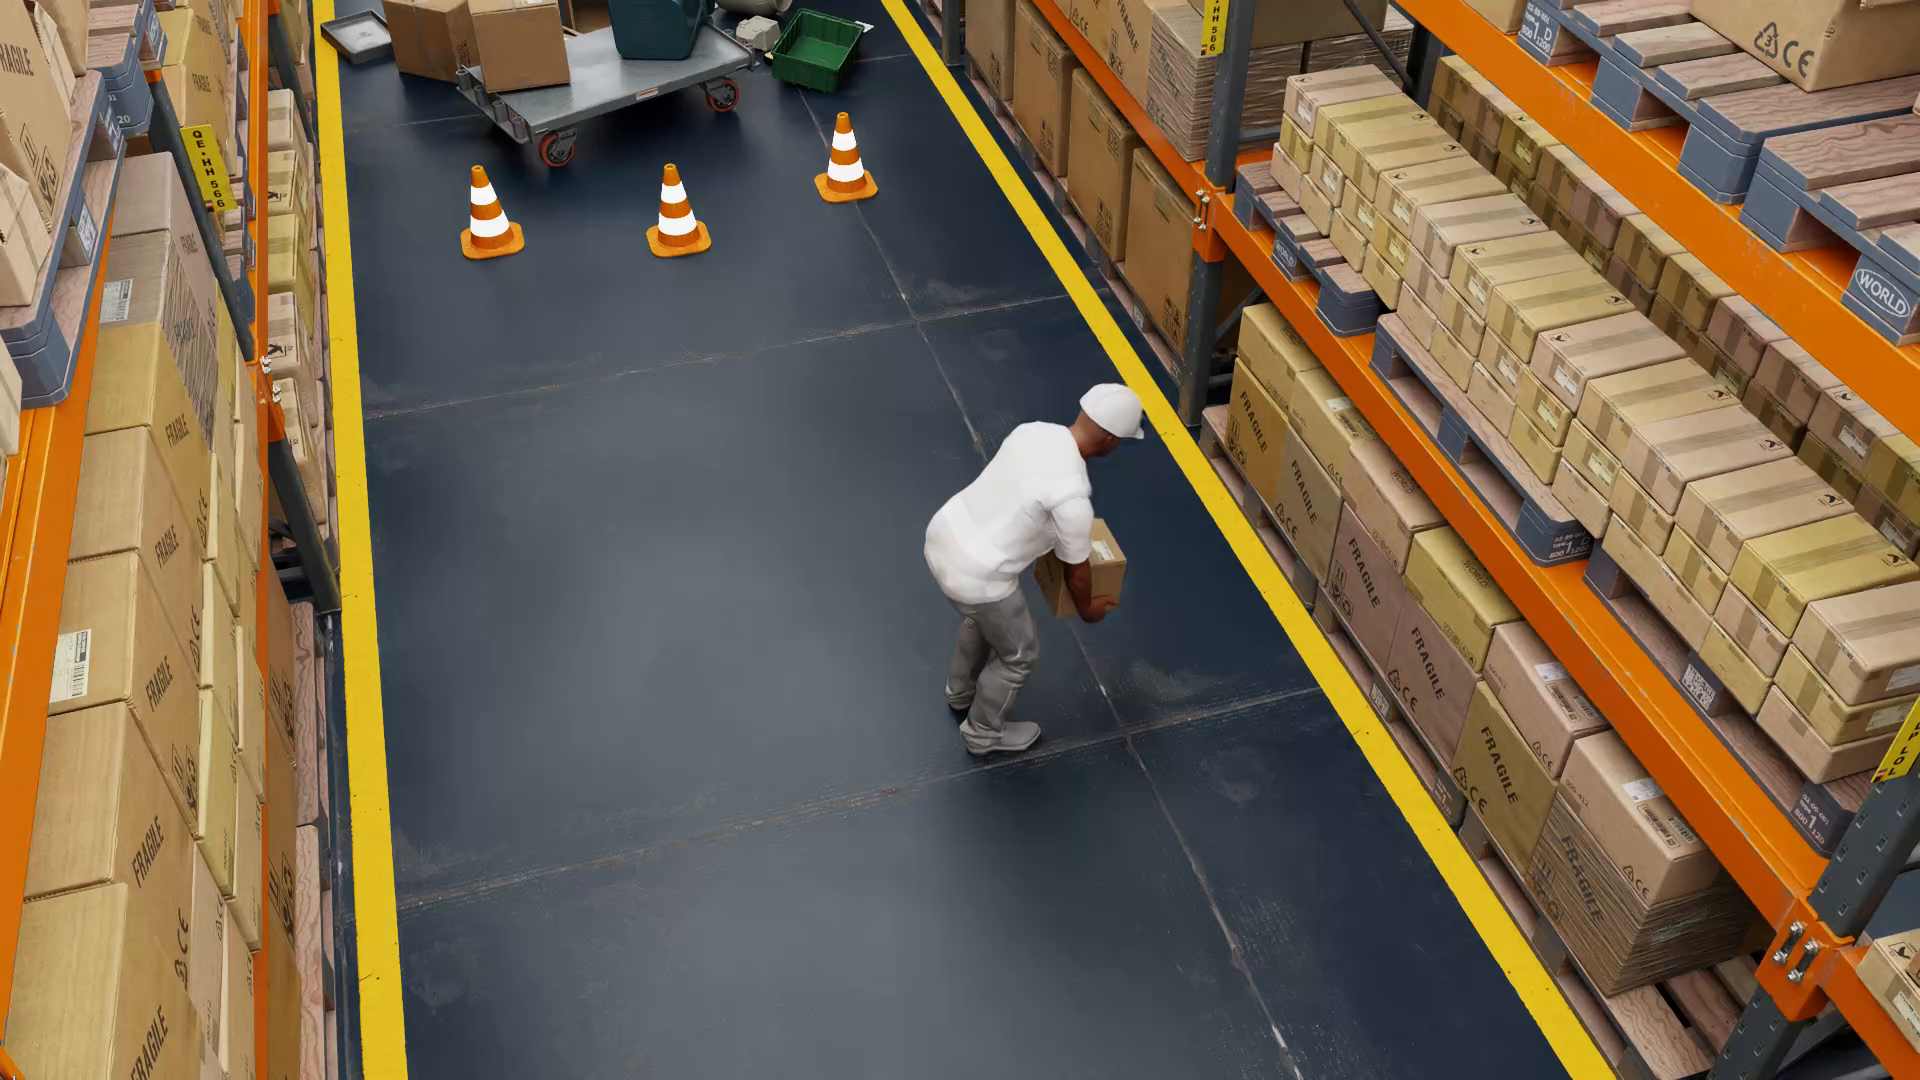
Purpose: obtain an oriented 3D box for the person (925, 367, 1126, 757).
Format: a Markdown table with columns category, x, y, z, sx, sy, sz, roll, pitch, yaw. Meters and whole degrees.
| category | x | y | z | sx | sy | sz | roll | pitch | yaw |
| --- | --- | --- | --- | --- | --- | --- | --- | --- | --- |
| person | 0.238 | 0.076 | 6.157 | 0.719 | 1.632 | 0.490 | -13 | 44 | -14 |
